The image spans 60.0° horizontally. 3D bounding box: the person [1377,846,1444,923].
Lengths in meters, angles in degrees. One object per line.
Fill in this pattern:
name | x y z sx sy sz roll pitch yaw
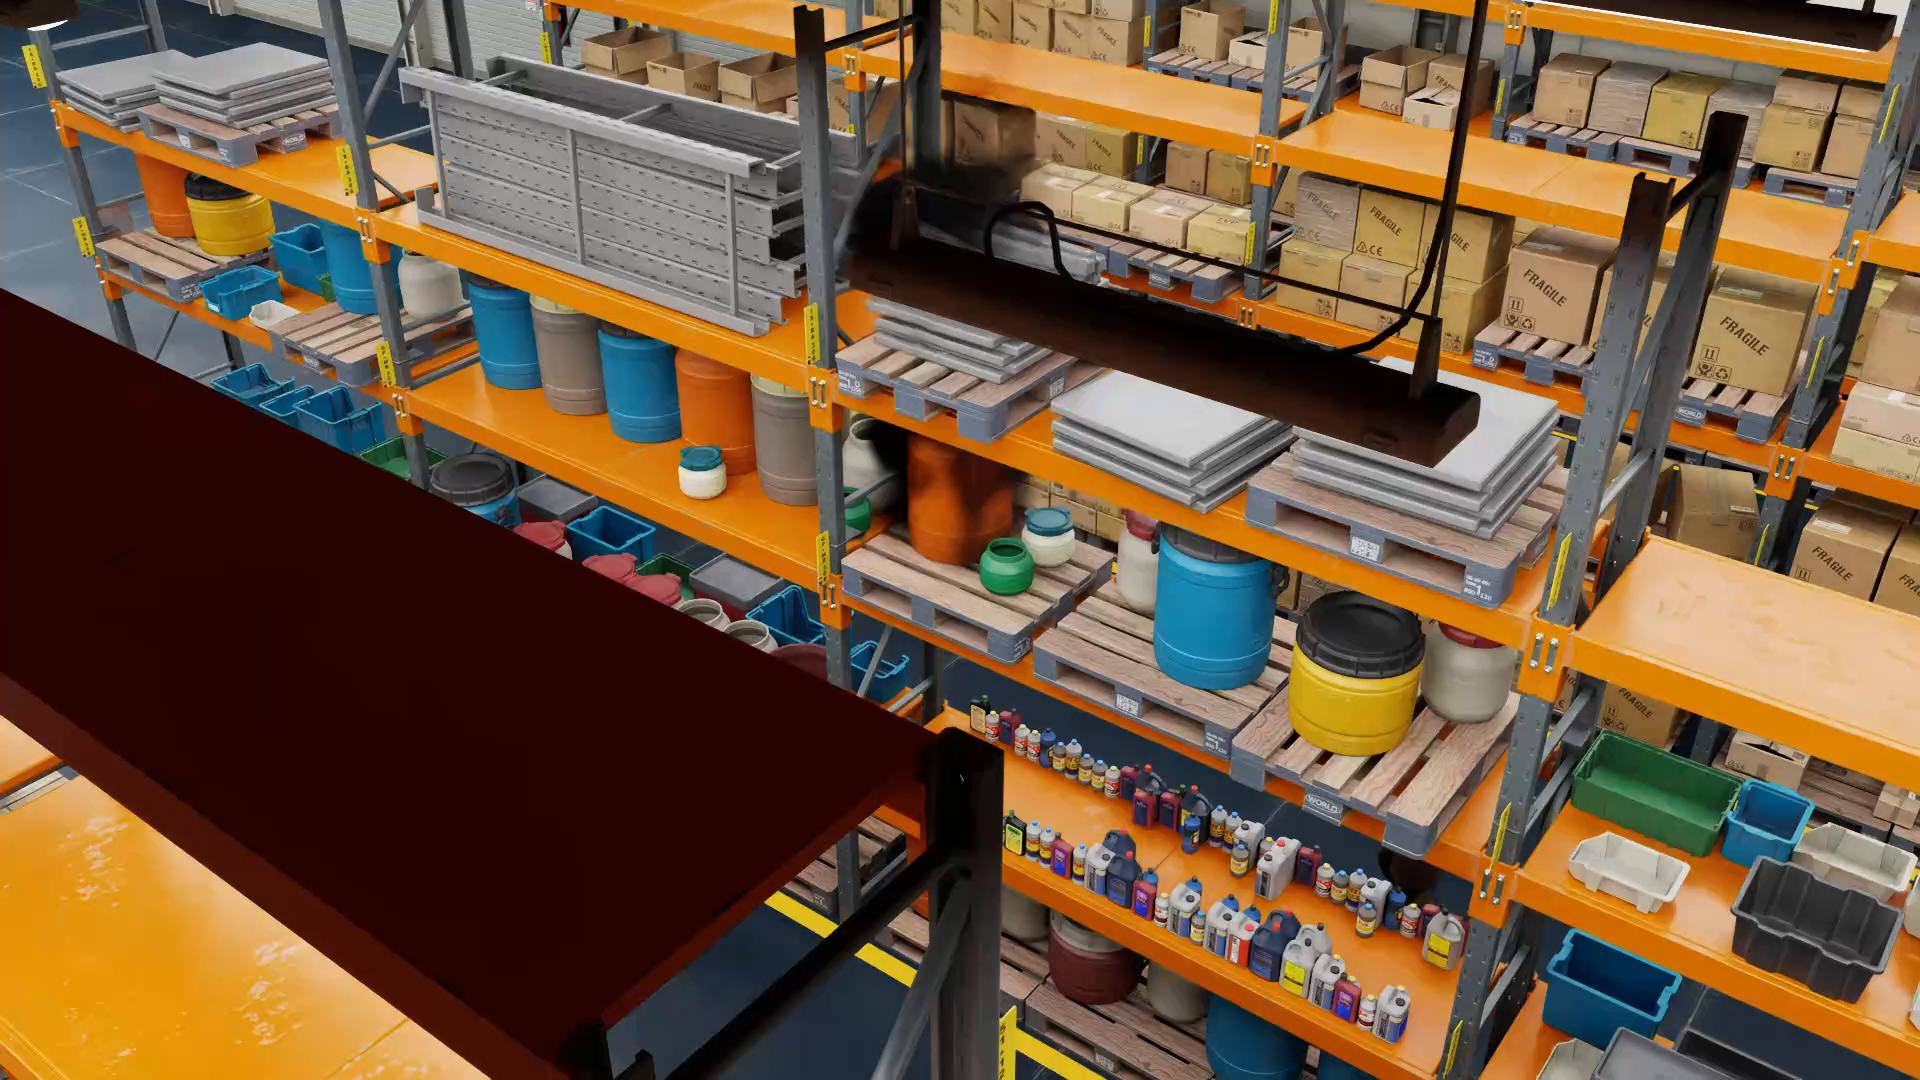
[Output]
person | 2.818 1.841 10.208 0.807 1.802 0.678 18 36 27
